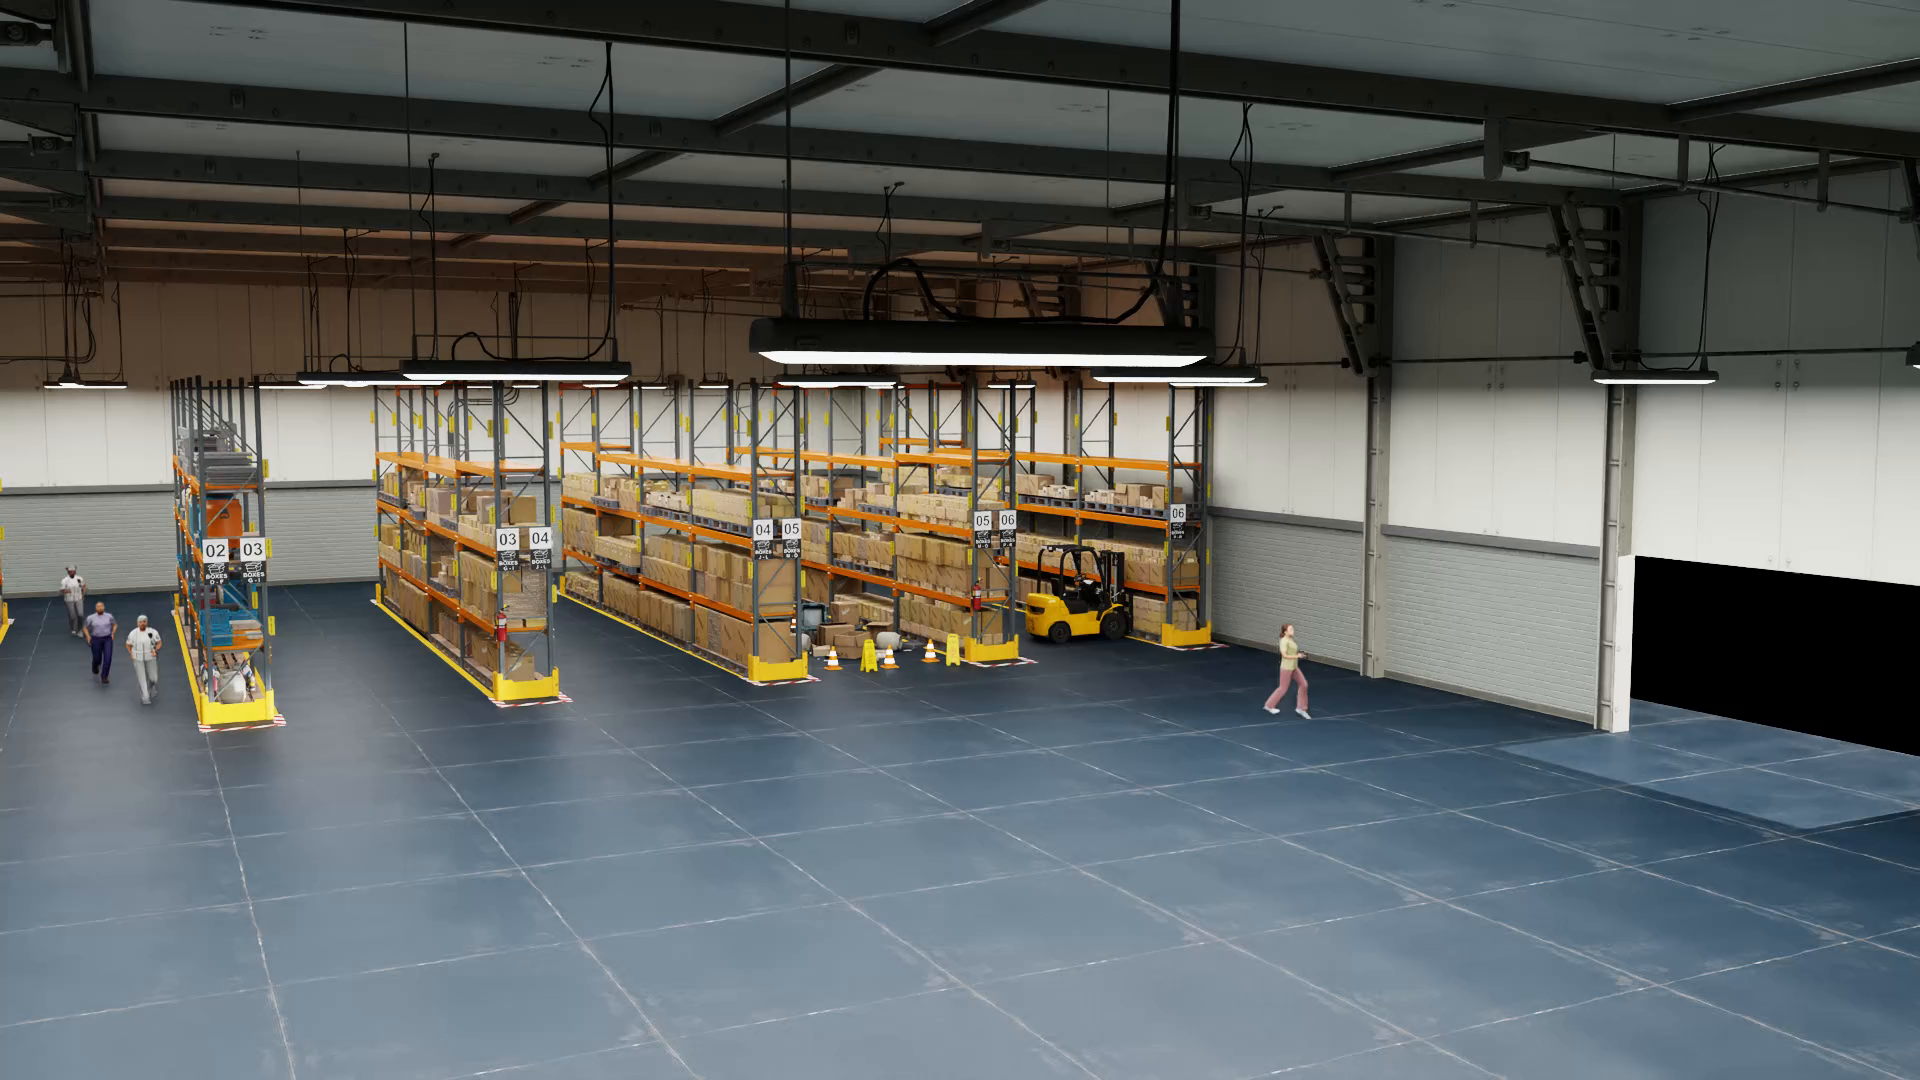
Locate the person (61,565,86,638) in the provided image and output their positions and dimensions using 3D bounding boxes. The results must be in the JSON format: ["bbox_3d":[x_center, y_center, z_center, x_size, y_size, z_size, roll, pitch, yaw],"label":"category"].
[{"bbox_3d":[-20.667,1.443,38.799,0.551,1.735,0.720,-3,6,-32],"label":"person"}]

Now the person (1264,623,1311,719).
[{"bbox_3d":[5.788,2.302,29.307,0.819,1.698,0.578,3,6,31],"label":"person"}]

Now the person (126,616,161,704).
[{"bbox_3d":[-15.030,2.192,30.639,0.594,1.622,0.537,-2,6,-26],"label":"person"}]

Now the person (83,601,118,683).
[{"bbox_3d":[-16.990,2.014,32.912,0.615,1.609,0.587,-3,6,-34],"label":"person"}]

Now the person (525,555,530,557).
[{"bbox_3d":[-12.375,0.630,47.682,0.713,1.729,0.666,3,6,34],"label":"person"}]
